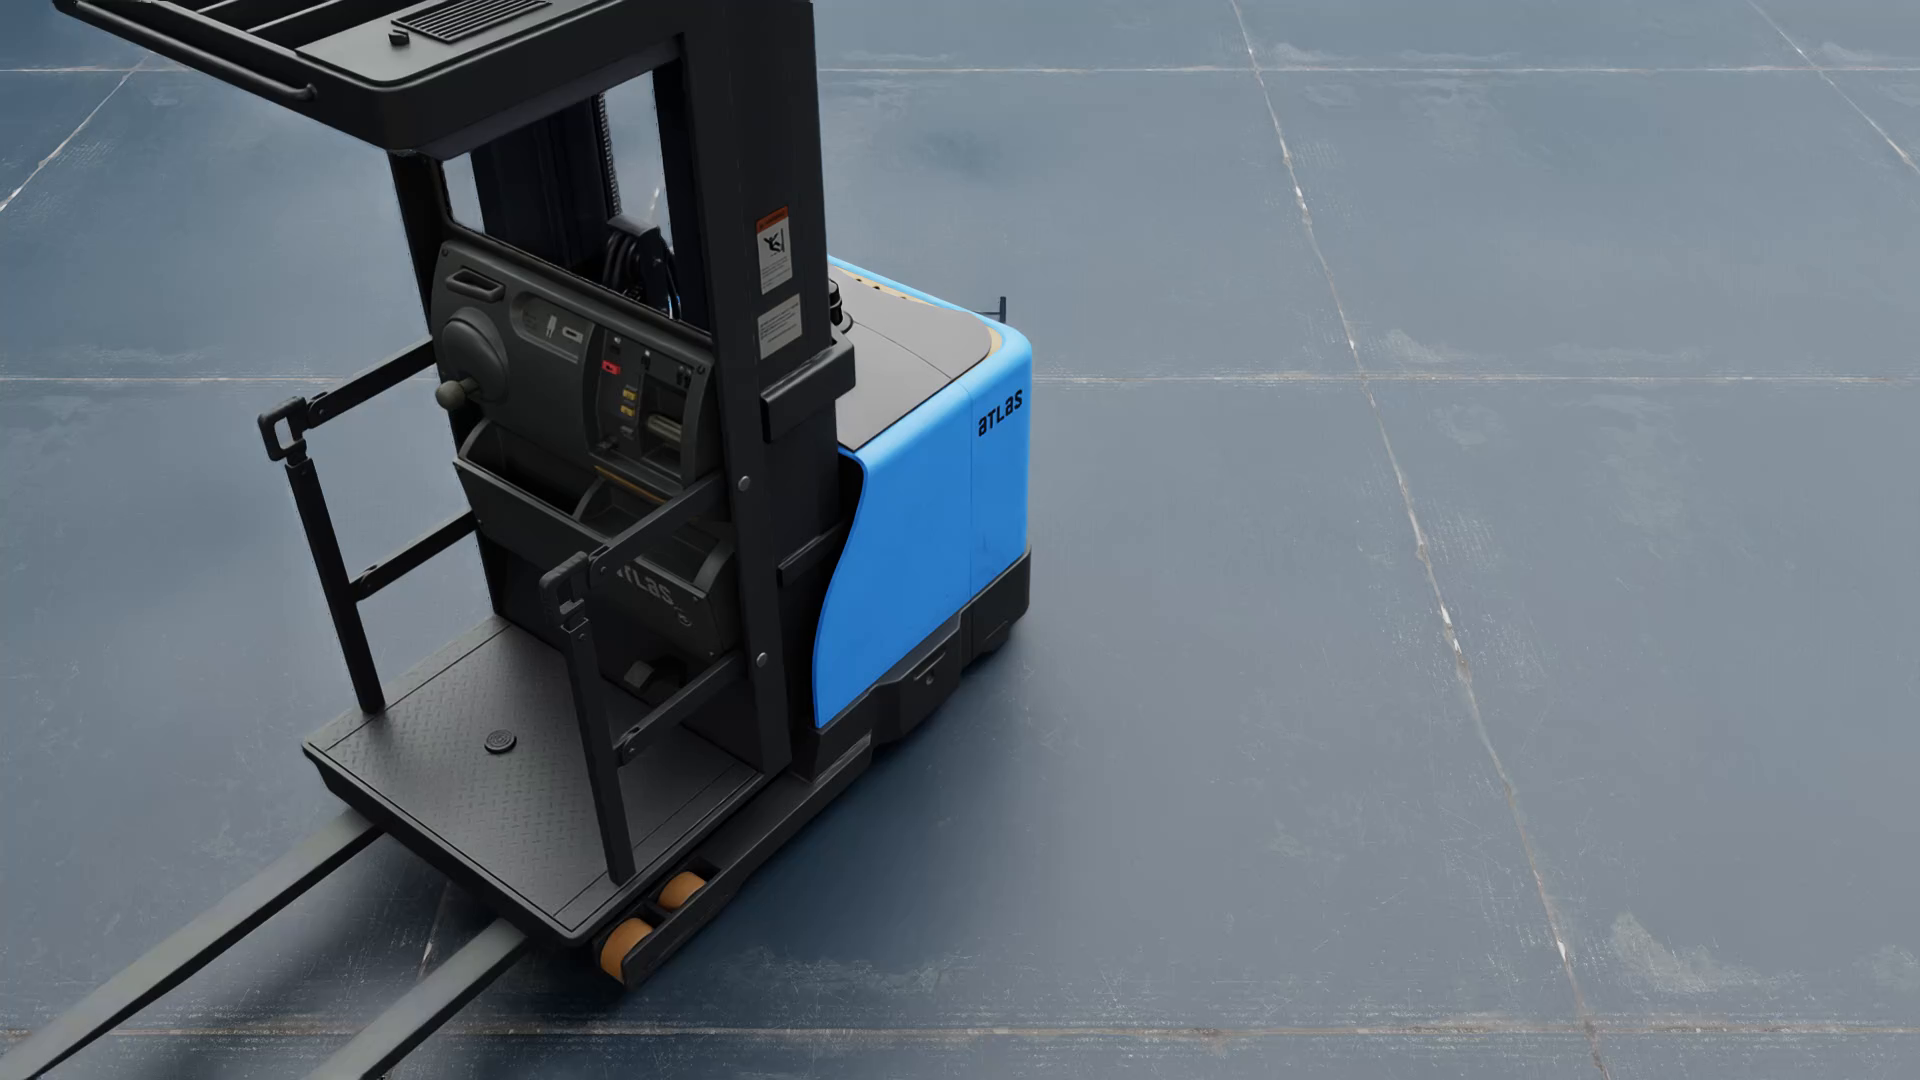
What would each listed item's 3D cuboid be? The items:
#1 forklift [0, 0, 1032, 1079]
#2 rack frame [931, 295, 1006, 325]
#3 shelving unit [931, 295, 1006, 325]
[{"bbox_3d":[-1.070,-0.346,3.838,1.130,2.935,3.031,26,45,28],"label":"forklift"},{"bbox_3d":[0.027,-0.424,5.559,0.240,0.900,0.006,1,39,1],"label":"rack frame"},{"bbox_3d":[0.024,-0.360,5.479,0.258,0.900,0.210,1,39,1],"label":"shelving unit"}]
